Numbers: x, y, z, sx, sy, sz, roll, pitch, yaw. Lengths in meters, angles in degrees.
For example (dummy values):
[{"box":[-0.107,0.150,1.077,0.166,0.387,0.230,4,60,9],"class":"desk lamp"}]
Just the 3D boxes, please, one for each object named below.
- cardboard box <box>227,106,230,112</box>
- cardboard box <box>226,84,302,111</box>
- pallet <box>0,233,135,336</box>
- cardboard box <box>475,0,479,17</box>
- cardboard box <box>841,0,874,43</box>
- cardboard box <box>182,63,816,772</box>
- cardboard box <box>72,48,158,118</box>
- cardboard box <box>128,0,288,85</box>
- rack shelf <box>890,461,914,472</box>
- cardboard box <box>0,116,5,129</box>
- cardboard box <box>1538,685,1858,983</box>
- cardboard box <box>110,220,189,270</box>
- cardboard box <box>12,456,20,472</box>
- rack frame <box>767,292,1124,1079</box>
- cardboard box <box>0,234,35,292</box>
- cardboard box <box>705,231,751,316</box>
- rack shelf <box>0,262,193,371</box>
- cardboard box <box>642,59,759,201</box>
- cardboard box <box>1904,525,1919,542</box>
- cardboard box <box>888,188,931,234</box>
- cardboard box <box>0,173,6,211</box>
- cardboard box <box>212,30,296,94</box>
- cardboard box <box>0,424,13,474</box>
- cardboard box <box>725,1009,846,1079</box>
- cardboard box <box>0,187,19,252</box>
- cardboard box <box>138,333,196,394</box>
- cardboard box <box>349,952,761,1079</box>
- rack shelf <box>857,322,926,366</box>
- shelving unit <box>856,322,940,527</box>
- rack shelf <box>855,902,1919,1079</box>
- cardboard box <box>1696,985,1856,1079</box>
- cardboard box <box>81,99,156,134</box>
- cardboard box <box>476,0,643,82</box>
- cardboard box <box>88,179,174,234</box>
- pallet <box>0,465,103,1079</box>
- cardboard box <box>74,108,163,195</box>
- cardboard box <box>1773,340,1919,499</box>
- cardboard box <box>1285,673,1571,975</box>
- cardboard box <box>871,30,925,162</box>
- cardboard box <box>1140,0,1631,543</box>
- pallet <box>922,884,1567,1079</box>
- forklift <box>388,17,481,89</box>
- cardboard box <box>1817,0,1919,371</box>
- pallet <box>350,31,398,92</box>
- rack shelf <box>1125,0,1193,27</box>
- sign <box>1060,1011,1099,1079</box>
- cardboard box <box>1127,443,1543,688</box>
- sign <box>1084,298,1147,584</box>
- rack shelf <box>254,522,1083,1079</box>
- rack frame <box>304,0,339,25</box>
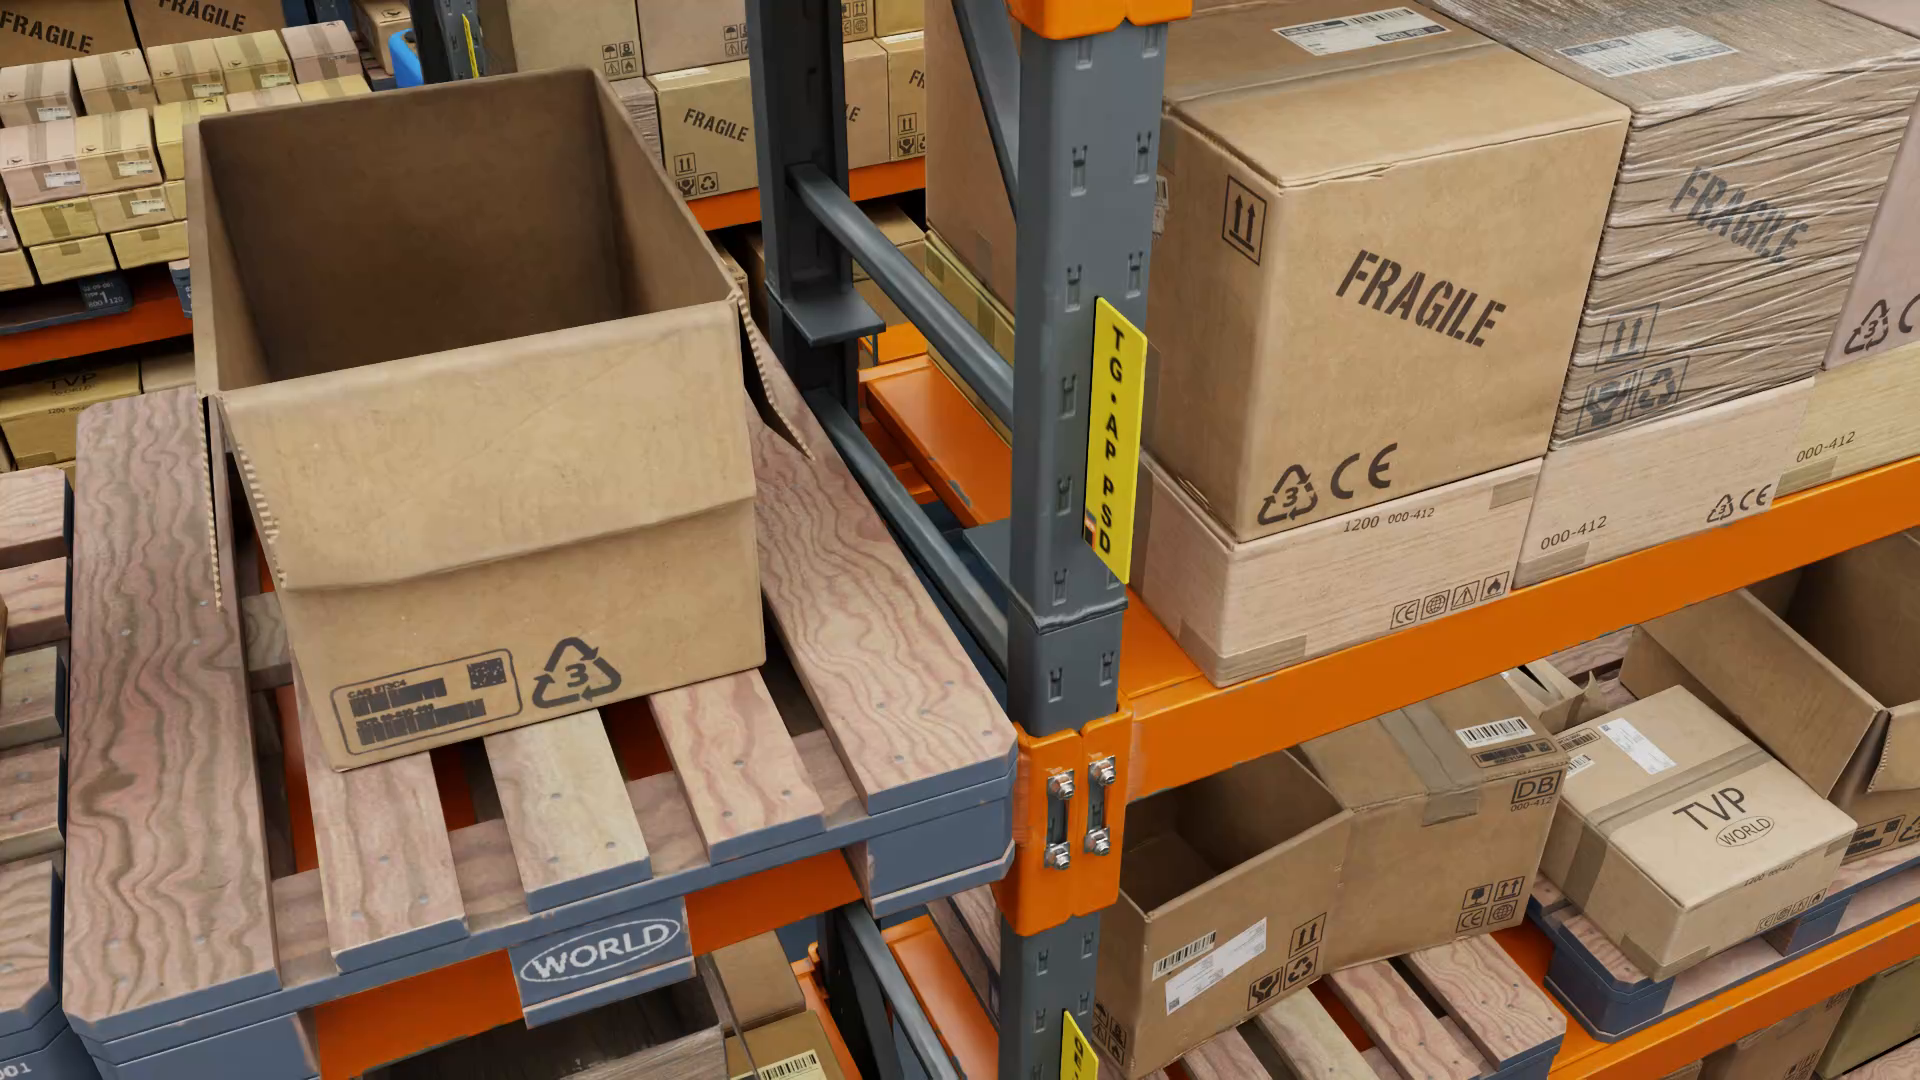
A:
[{"box":[-2.841,-1.766,6.722,0.250,0.149,0.380,-14,39,-18],"class":"cardboard box"},{"box":[-2.551,-1.536,6.162,0.250,0.149,0.380,-16,39,-20],"class":"cardboard box"},{"box":[-3.848,-1.063,6.326,1.213,0.211,1.003,-16,39,-20],"class":"pallet"},{"box":[-3.088,-3.749,11.639,0.625,0.372,0.950,-16,40,-21],"class":"cardboard box"},{"box":[-0.742,-2.473,7.142,0.500,0.500,0.700,-16,40,-21],"class":"cardboard box"},{"box":[-0.579,-0.184,2.023,0.637,0.503,0.797,-13,39,-17],"class":"cardboard box"},{"box":[-3.280,-1.761,6.465,0.250,0.149,0.380,-17,40,-22],"class":"cardboard box"},{"box":[-4.929,-3.492,10.871,0.875,0.875,0.875,-16,39,-20],"class":"cardboard box"},{"box":[-0.150,-0.386,6.876,0.480,0.148,0.258,-16,39,-20],"class":"rack shelf"},{"box":[-3.763,-1.623,6.280,0.250,0.149,0.380,-14,39,-19],"class":"cardboard box"},{"box":[1.558,0.629,3.657,0.500,0.250,0.500,-17,40,-21],"class":"cardboard box"},{"box":[-3.010,-1.169,6.167,0.250,0.149,0.380,-16,40,-21],"class":"cardboard box"},{"box":[-3.966,-0.134,6.658,0.500,0.500,0.500,-15,39,-19],"class":"cardboard box"},{"box":[-0.057,1.038,3.333,0.127,3.000,1.000,-16,39,-20],"class":"rack frame"},{"box":[-3.488,-1.036,5.987,0.250,0.149,0.380,-14,39,-19],"class":"cardboard box"},{"box":[-1.484,-1.033,7.661,0.750,0.750,1.050,-16,40,-21],"class":"cardboard box"},{"box":[-3.884,-0.868,6.506,4.000,0.370,1.077,-16,39,-20],"class":"rack shelf"},{"box":[-1.093,-1.801,7.077,0.500,0.500,0.500,-16,39,-20],"class":"cardboard box"},{"box":[2.785,-0.259,4.225,1.000,1.000,1.000,-15,39,-20],"class":"cardboard box"},{"box":[0.149,-1.493,8.280,0.750,0.750,1.050,-16,39,-20],"class":"cardboard box"},{"box":[-3.494,-1.272,5.806,0.250,0.149,0.380,-14,39,-18],"class":"cardboard box"},{"box":[-2.816,-1.887,6.636,0.250,0.149,0.380,-17,40,-21],"class":"cardboard box"},{"box":[-3.969,-0.424,6.419,0.500,0.250,0.500,-14,39,-18],"class":"cardboard box"},{"box":[-0.399,1.256,2.955,0.500,0.500,0.500,-14,39,-19],"class":"cardboard box"},{"box":[-3.494,-1.152,5.894,0.250,0.149,0.380,-15,39,-19],"class":"cardboard box"},{"box":[-3.034,-0.680,6.766,0.500,0.250,0.500,-15,39,-19],"class":"cardboard box"},{"box":[-0.726,0.771,2.767,0.637,0.503,0.797,-14,39,-18],"class":"cardboard box"},{"box":[-0.150,-0.756,6.602,0.480,0.148,0.258,-16,39,-20],"class":"rack shelf"},{"box":[-0.150,-0.440,6.836,0.503,1.200,0.258,-16,39,-20],"class":"shelving unit"},{"box":[1.753,0.820,4.230,4.000,0.370,1.077,-16,39,-20],"class":"rack shelf"},{"box":[2.053,1.249,4.777,0.500,0.500,0.700,-19,41,-24],"class":"cardboard box"},{"box":[-3.309,-1.633,6.542,0.250,0.149,0.380,-15,39,-20],"class":"cardboard box"},{"box":[-1.663,-2.213,6.792,0.500,0.500,0.700,-16,39,-20],"class":"cardboard box"},{"box":[-3.032,-1.280,6.066,0.250,0.149,0.380,-16,39,-20],"class":"cardboard box"},{"box":[-1.629,0.385,1.854,1.213,0.211,1.003,-14,39,-18],"class":"pallet"},{"box":[-3.028,-1.400,5.978,0.250,0.149,0.380,-14,39,-19],"class":"cardboard box"},{"box":[1.402,-0.354,2.817,0.500,0.250,0.500,-15,39,-19],"class":"cardboard box"},{"box":[0.877,0.475,3.655,0.500,0.500,0.700,-10,38,-13],"class":"cardboard box"},{"box":[-0.184,-2.053,7.417,0.500,0.500,0.500,-16,39,-20],"class":"cardboard box"},{"box":[0.477,-0.388,2.234,0.500,0.500,0.500,-15,39,-20],"class":"cardboard box"},{"box":[0.542,0.877,3.711,1.003,0.211,1.213,-16,39,-20],"class":"pallet"},{"box":[-1.663,-3.333,9.283,3.031,2.935,1.130,-19,40,-23],"class":"forklift"},{"box":[1.390,-0.646,2.581,0.500,0.500,0.500,-17,40,-21],"class":"cardboard box"},{"box":[-3.560,-3.384,11.635,1.213,0.211,1.003,-16,39,-20],"class":"pallet"},{"box":[1.753,-1.429,2.562,4.000,0.370,1.077,-16,39,-20],"class":"rack shelf"},{"box":[0.181,0.871,2.586,0.005,0.325,0.100,-16,39,-20],"class":"sign"},{"box":[0.476,-0.089,2.459,0.500,0.250,0.500,-15,39,-19],"class":"cardboard box"},{"box":[0.171,-0.105,1.856,0.005,0.325,0.100,-16,39,-20],"class":"sign"},{"box":[-1.868,0.628,1.971,4.000,0.370,1.077,-16,39,-20],"class":"rack shelf"},{"box":[-4.268,-4.307,10.538,0.127,3.000,1.000,-16,39,-20],"class":"rack frame"}]
